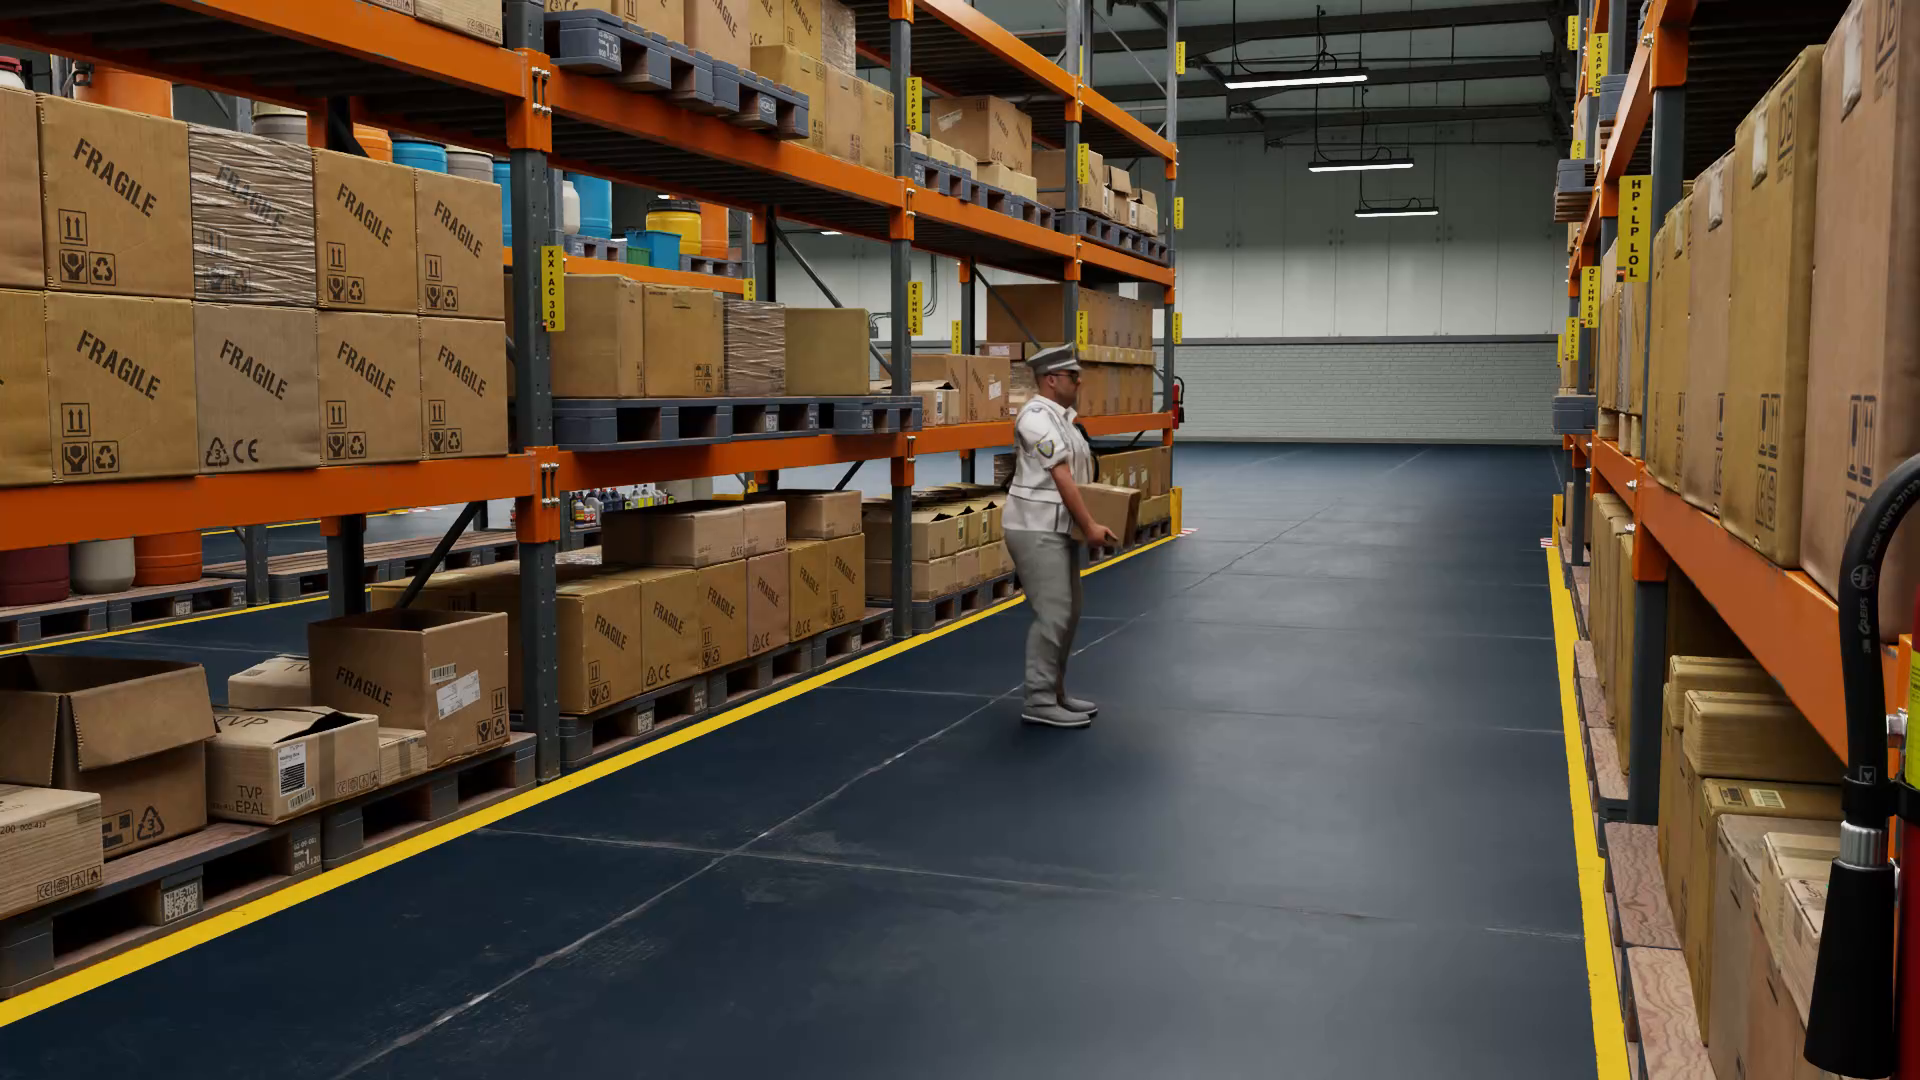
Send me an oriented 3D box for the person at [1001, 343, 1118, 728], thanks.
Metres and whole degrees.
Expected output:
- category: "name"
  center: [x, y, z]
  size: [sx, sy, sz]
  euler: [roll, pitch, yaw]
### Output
- category: "person"
  center: [0.489, -0.032, 7.764]
  size: [0.570, 1.768, 0.490]
  euler: [2, 5, 18]
